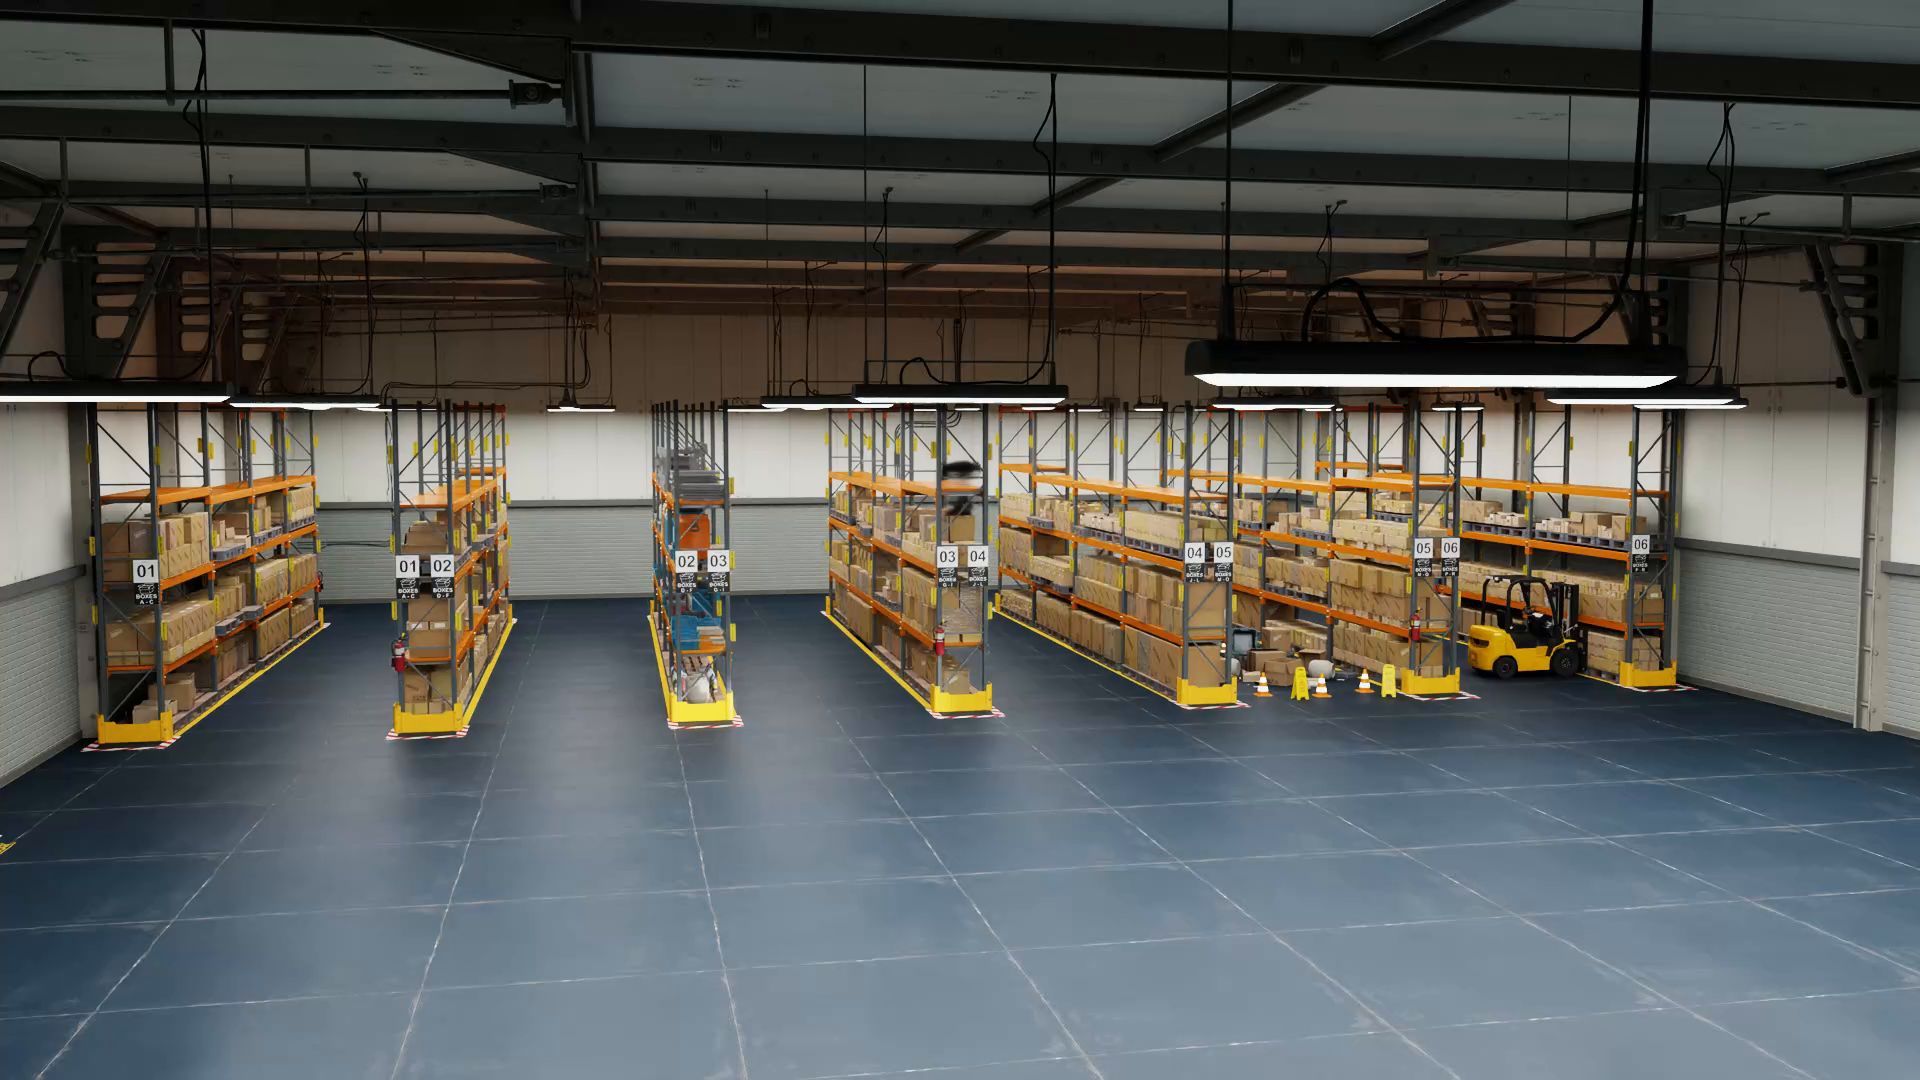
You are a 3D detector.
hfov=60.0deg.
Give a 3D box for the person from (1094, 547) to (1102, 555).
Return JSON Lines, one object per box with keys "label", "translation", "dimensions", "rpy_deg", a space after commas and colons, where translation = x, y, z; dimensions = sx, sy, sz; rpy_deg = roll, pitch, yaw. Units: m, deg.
{"label": "person", "translation": [4.135, 1.056, 50.423], "dimensions": [0.727, 1.808, 0.649], "rpy_deg": [-1, 5, -18]}
